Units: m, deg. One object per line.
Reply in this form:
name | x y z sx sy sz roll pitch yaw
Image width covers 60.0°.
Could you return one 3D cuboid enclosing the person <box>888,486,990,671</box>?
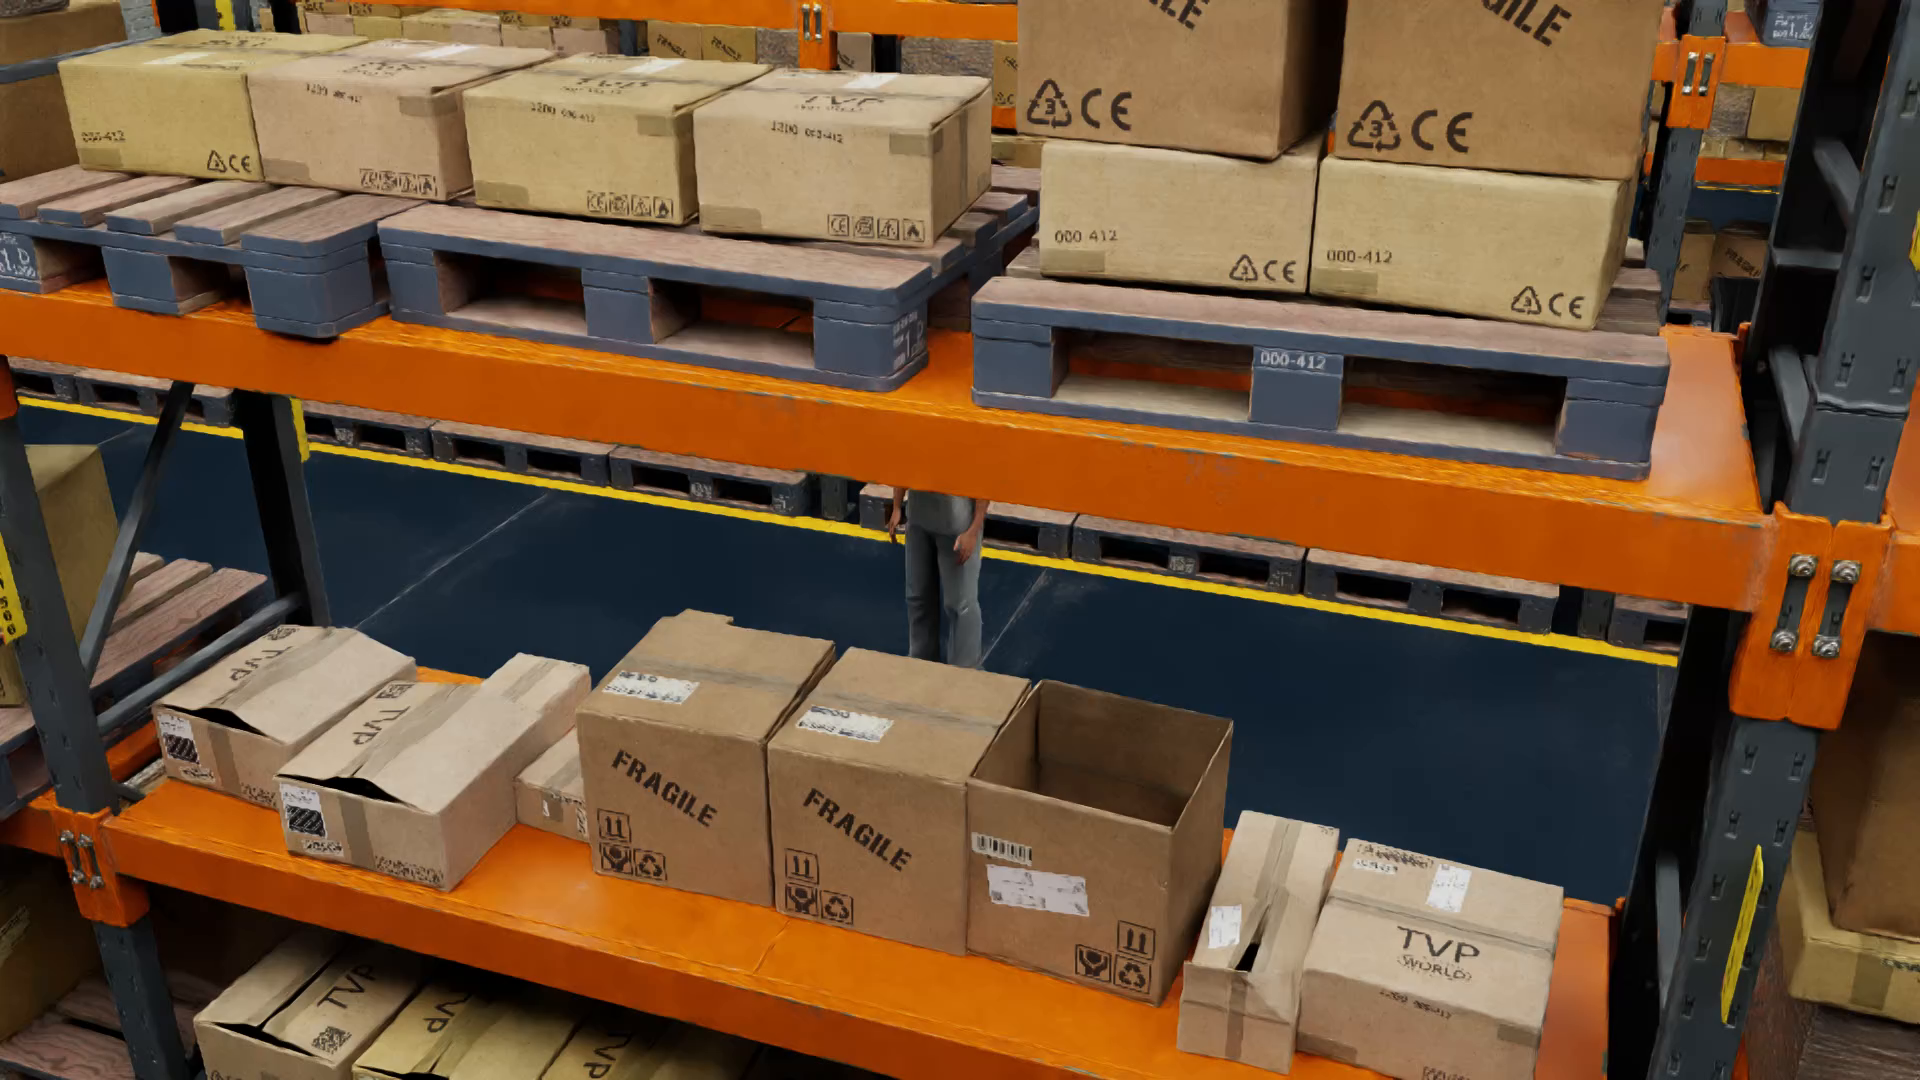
person | -0.093 -0.040 7.187 0.490 1.718 0.394 17 31 32
